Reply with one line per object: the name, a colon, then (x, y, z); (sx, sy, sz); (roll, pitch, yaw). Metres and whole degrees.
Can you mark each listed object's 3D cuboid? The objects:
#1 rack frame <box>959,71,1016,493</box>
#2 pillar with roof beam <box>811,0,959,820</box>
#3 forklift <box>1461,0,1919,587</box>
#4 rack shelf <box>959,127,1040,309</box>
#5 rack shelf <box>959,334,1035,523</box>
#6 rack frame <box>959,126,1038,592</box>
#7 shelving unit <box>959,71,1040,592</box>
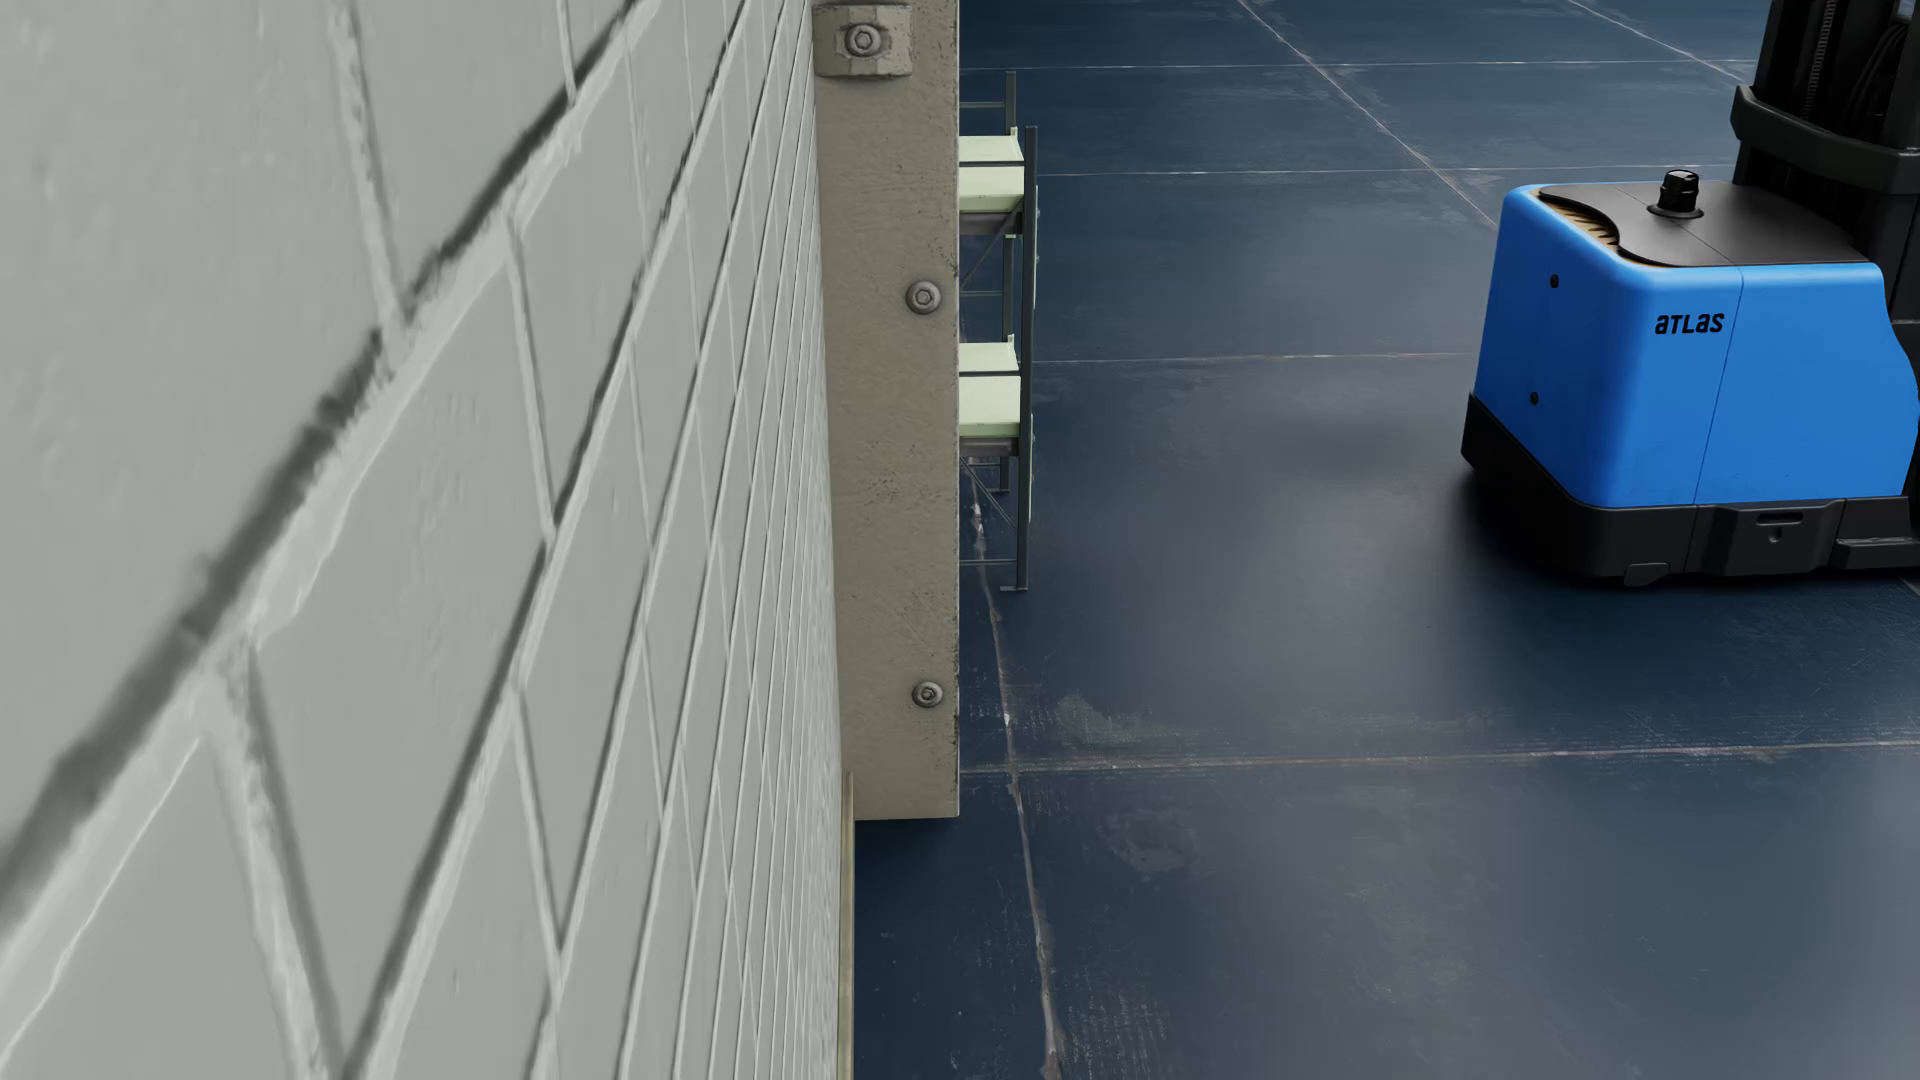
rack frame: (-0.019, -0.837, 5.689); (0.400, 1.500, 0.023); (-1, 28, -3)
pillar with roof beam: (4.132, -3.462, 2.612); (9.100, 9.000, 0.400); (-1, 28, -3)
forklift: (3.404, -1.420, 5.258); (3.031, 2.935, 1.130); (-3, 28, -5)
rack shelf: (0.000, -1.014, 5.184); (0.431, 0.370, 0.720); (-1, 28, -3)
rack shelf: (0.000, -0.379, 5.515); (0.431, 0.370, 0.720); (-1, 28, -3)
rack frame: (0.019, -0.499, 5.041); (0.400, 1.500, 0.023); (-1, 28, -3)
shelving unit: (0.000, -0.668, 5.365); (0.431, 1.500, 0.755); (-1, 28, -3)
